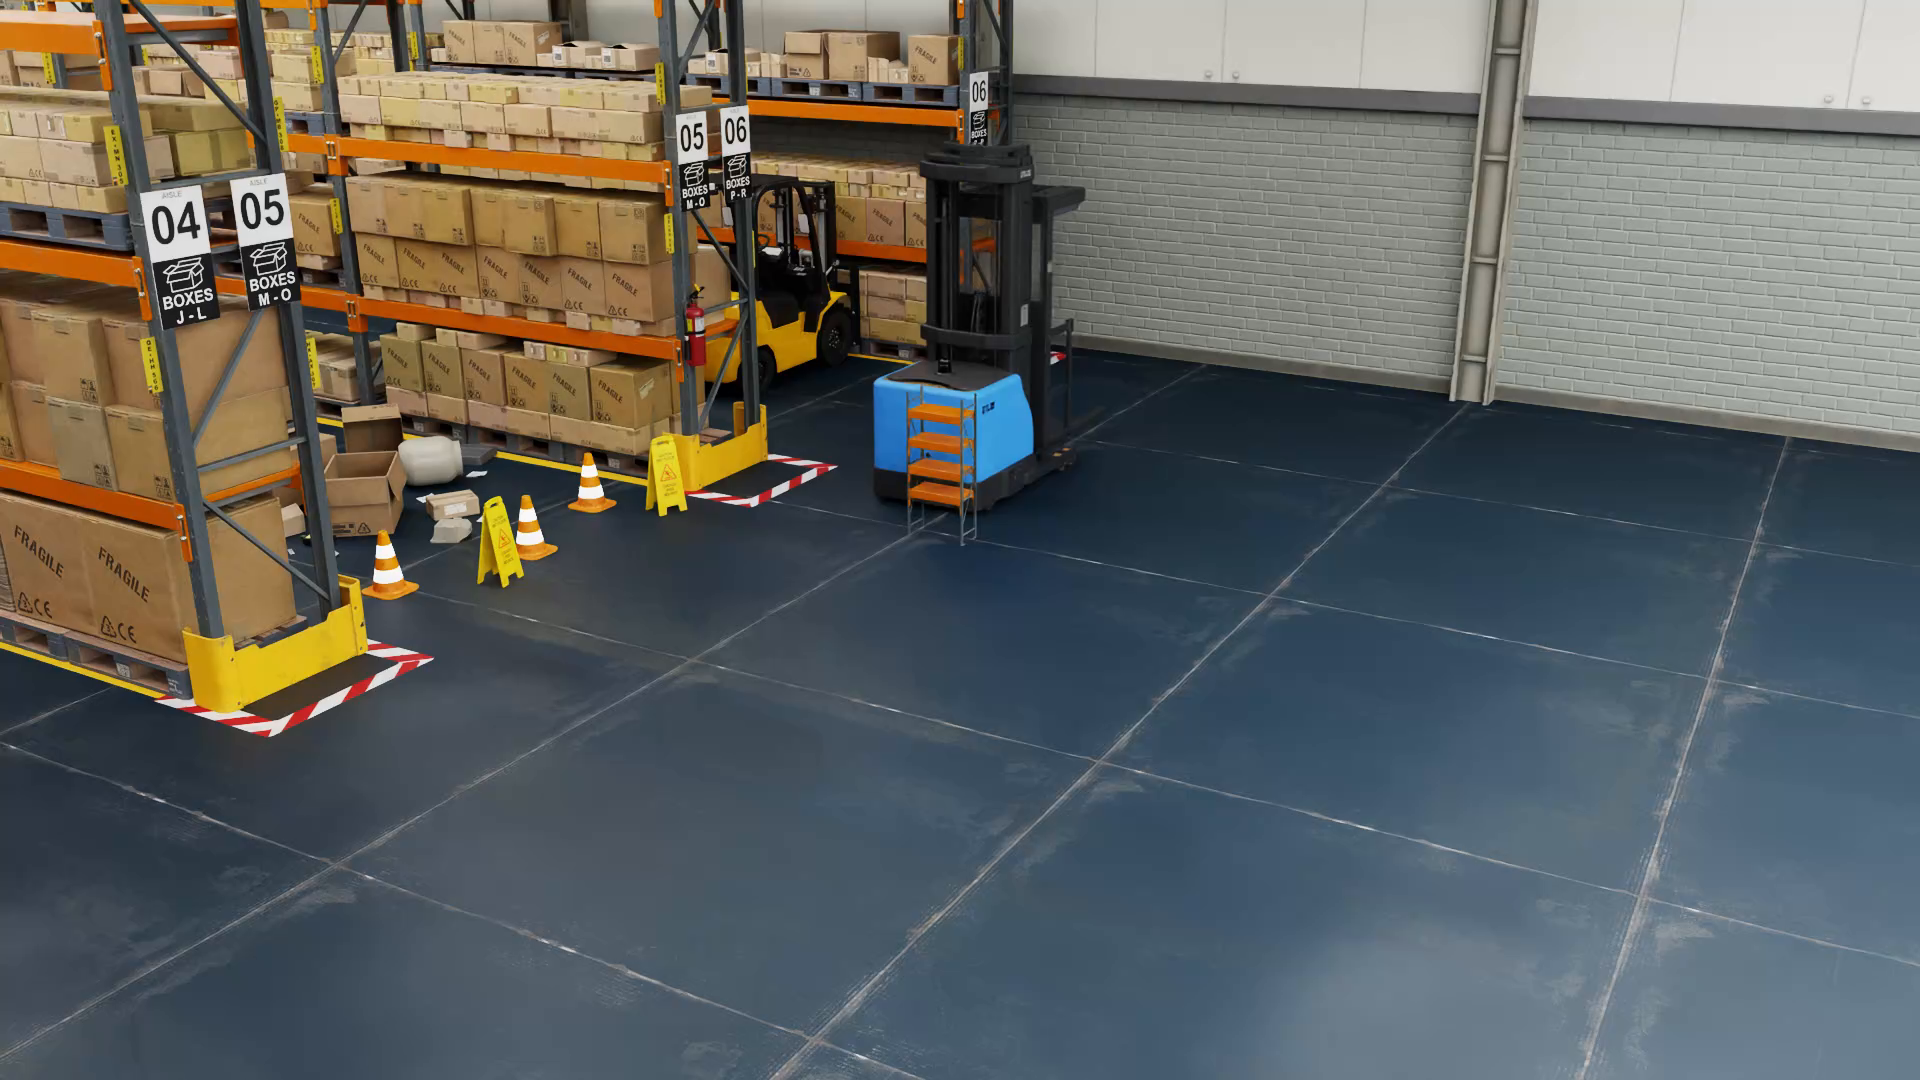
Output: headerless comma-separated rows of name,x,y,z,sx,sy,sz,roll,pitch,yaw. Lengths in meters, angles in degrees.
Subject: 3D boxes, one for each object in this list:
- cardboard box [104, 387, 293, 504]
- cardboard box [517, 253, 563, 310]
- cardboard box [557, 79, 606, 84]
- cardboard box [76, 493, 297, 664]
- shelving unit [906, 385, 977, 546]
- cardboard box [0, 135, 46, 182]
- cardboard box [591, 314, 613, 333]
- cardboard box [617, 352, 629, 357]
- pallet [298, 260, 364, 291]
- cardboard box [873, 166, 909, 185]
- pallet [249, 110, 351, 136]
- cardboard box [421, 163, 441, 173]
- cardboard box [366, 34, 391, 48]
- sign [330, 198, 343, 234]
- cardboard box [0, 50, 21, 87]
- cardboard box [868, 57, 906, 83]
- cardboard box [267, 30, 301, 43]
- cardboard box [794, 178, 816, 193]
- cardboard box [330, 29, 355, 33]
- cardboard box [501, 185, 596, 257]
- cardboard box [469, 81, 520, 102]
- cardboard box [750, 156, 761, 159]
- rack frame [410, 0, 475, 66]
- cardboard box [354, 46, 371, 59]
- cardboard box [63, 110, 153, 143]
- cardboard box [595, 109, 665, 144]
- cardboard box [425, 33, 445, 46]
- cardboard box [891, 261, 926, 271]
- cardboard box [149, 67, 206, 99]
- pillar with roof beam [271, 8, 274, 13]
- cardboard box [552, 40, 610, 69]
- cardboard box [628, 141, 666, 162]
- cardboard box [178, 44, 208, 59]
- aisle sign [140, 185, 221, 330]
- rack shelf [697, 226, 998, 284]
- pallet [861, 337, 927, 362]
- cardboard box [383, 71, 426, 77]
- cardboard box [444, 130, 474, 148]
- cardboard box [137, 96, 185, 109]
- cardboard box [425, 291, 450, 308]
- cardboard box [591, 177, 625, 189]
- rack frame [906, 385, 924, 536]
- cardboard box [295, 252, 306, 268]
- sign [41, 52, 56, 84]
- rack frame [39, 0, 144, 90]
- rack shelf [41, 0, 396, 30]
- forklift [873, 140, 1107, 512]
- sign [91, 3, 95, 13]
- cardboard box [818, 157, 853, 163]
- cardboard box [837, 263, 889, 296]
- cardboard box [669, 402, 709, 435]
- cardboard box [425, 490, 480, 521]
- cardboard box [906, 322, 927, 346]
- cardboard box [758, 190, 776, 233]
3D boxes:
cardboard box,-4.800,-0.644,10.523,0.550,0.550,0.875,11,23,27
cardboard box,-3.606,-2.380,14.945,0.500,0.500,0.500,11,23,27
cardboard box,-3.389,-4.044,14.916,0.250,0.149,0.380,11,23,29
cardboard box,-5.078,0.183,10.963,0.875,0.875,0.875,11,23,28
shelving unit,-0.145,-0.592,13.236,0.503,1.200,0.258,11,23,27
cardboard box,-5.454,-2.331,10.015,0.500,0.250,0.500,11,23,27
cardboard box,-3.047,-1.955,14.723,0.250,0.149,0.380,10,22,26
cardboard box,-3.177,-1.579,15.637,0.500,0.500,0.500,10,22,25
pallet,-6.216,-2.762,16.860,1.213,0.211,1.003,11,23,27
cardboard box,-0.779,-4.114,18.773,0.250,0.149,0.380,11,23,28
pallet,-6.107,-4.137,16.249,1.003,0.211,1.213,11,23,27
cardboard box,-7.068,-5.201,22.543,0.500,0.500,0.500,12,23,30
cardboard box,-7.574,-6.565,21.865,0.250,0.149,0.380,10,22,26
sign,-5.888,-3.060,15.703,0.005,0.325,0.100,11,23,27
cardboard box,-10.069,-5.109,17.890,0.500,0.500,0.700,10,22,25
cardboard box,-0.803,-5.175,18.269,0.258,0.266,0.396,11,23,27
cardboard box,-9.182,-6.848,22.616,0.250,0.149,0.380,11,23,28
cardboard box,-1.712,-4.117,19.218,0.250,0.149,0.380,10,22,26
cardboard box,-8.510,-6.903,22.766,0.250,0.149,0.380,11,23,29
cardboard box,-3.614,-2.833,14.728,0.500,0.500,0.700,10,22,27
cardboard box,-4.107,-3.965,14.696,0.250,0.149,0.380,11,23,28
cardboard box,-2.570,-4.454,19.710,0.250,0.149,0.380,10,22,26
rack frame,-6.695,-7.645,21.244,0.127,3.000,1.000,11,23,27
cardboard box,-7.794,-6.468,22.033,0.250,0.149,0.380,11,23,27
cardboard box,-4.913,-2.392,9.598,0.250,0.149,0.380,11,23,28
cardboard box,-2.706,-3.500,14.001,0.500,0.250,0.500,10,22,27
cardboard box,-6.881,-6.635,22.058,0.250,0.149,0.380,10,22,25
cardboard box,-0.476,-3.088,19.428,0.500,0.250,0.500,11,23,27
cardboard box,-7.767,-4.560,16.987,0.637,0.503,0.797,11,23,27
pillar with roof beam,-12.455,-7.413,20.604,0.400,9.000,9.100,11,23,27
cardboard box,-4.623,-5.948,20.332,0.500,0.311,0.500,10,22,25
cardboard box,-2.576,-3.284,13.990,0.250,0.149,0.380,11,23,28
cardboard box,-10.730,-6.975,23.580,0.500,0.250,0.500,11,23,28
aisle sign,-4.538,-1.647,9.693,0.004,0.787,0.394,11,23,27
rack shelf,-1.457,-3.489,19.639,4.000,0.370,1.077,11,23,27
pallet,-0.399,-2.298,19.391,1.213,0.211,1.003,11,23,27
cardboard box,-5.237,-4.360,15.787,0.250,0.149,0.380,11,23,28
cardboard box,-4.385,-3.608,14.882,0.250,0.149,0.380,10,22,26
cardboard box,-5.032,-2.672,10.369,0.250,0.149,0.380,10,22,27
cardboard box,-4.810,-2.302,15.681,0.250,0.149,0.380,12,23,29
cardboard box,-4.209,-4.413,20.619,0.500,0.250,0.500,10,22,26
rack frame,-0.358,-0.632,13.348,0.015,1.200,0.240,11,23,27
cardboard box,-6.426,-2.813,16.474,0.250,0.149,0.380,10,22,26
sign,-9.390,-4.873,17.127,0.005,0.325,0.100,11,23,27
rack frame,-9.112,-6.167,17.169,0.127,3.000,1.000,11,23,27
rack shelf,-7.366,-5.308,16.443,4.000,0.370,1.077,11,23,27
forklift,0.416,-2.070,14.773,1.130,2.935,3.031,11,23,27
sign,-13.391,-8.143,25.719,0.005,0.325,0.100,11,23,27
cardboard box,-1.468,-4.414,19.601,0.250,0.149,0.380,12,23,29
cardboard box,-1.159,-3.017,19.234,0.500,0.250,0.500,11,23,28
cardboard box,-2.697,-1.137,15.518,0.500,0.250,0.500,11,22,27
cardboard box,-4.257,-0.292,13.953,0.380,0.149,0.250,-11,23,-29
cardboard box,-0.275,-2.383,18.953,0.500,0.250,0.500,11,23,28
cardboard box,-2.037,-3.889,19.542,0.500,0.500,0.500,11,22,27
